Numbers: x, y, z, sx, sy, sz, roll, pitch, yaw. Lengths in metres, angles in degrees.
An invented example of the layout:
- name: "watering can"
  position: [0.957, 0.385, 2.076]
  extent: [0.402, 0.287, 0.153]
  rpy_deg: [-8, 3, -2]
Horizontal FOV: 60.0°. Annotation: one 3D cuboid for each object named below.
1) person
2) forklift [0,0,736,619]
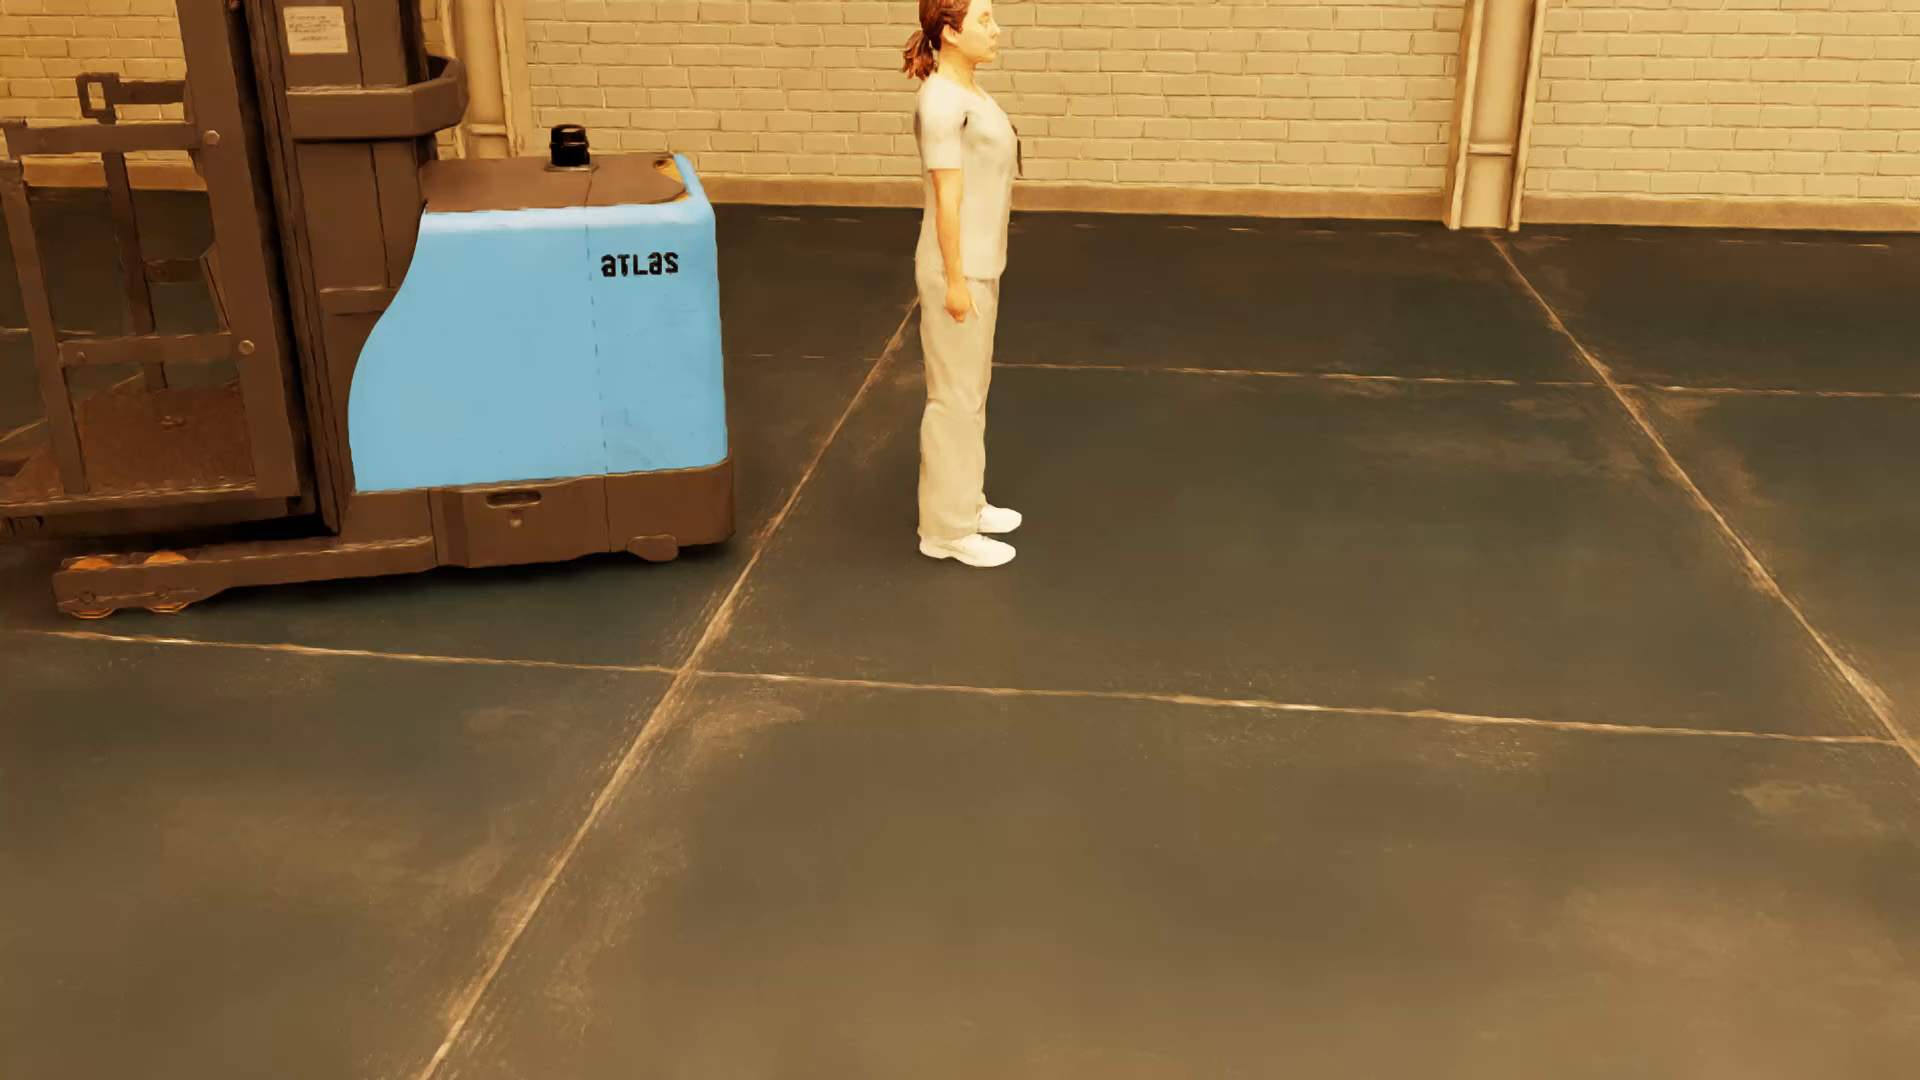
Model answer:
- name: "person"
  position: [0.009, -0.776, 4.865]
  extent: [0.365, 1.673, 0.432]
  rpy_deg: [3, 22, 7]
- name: "forklift"
  position: [-2.252, -1.355, 4.618]
  extent: [3.031, 2.935, 1.130]
  rpy_deg: [-5, 22, -12]
